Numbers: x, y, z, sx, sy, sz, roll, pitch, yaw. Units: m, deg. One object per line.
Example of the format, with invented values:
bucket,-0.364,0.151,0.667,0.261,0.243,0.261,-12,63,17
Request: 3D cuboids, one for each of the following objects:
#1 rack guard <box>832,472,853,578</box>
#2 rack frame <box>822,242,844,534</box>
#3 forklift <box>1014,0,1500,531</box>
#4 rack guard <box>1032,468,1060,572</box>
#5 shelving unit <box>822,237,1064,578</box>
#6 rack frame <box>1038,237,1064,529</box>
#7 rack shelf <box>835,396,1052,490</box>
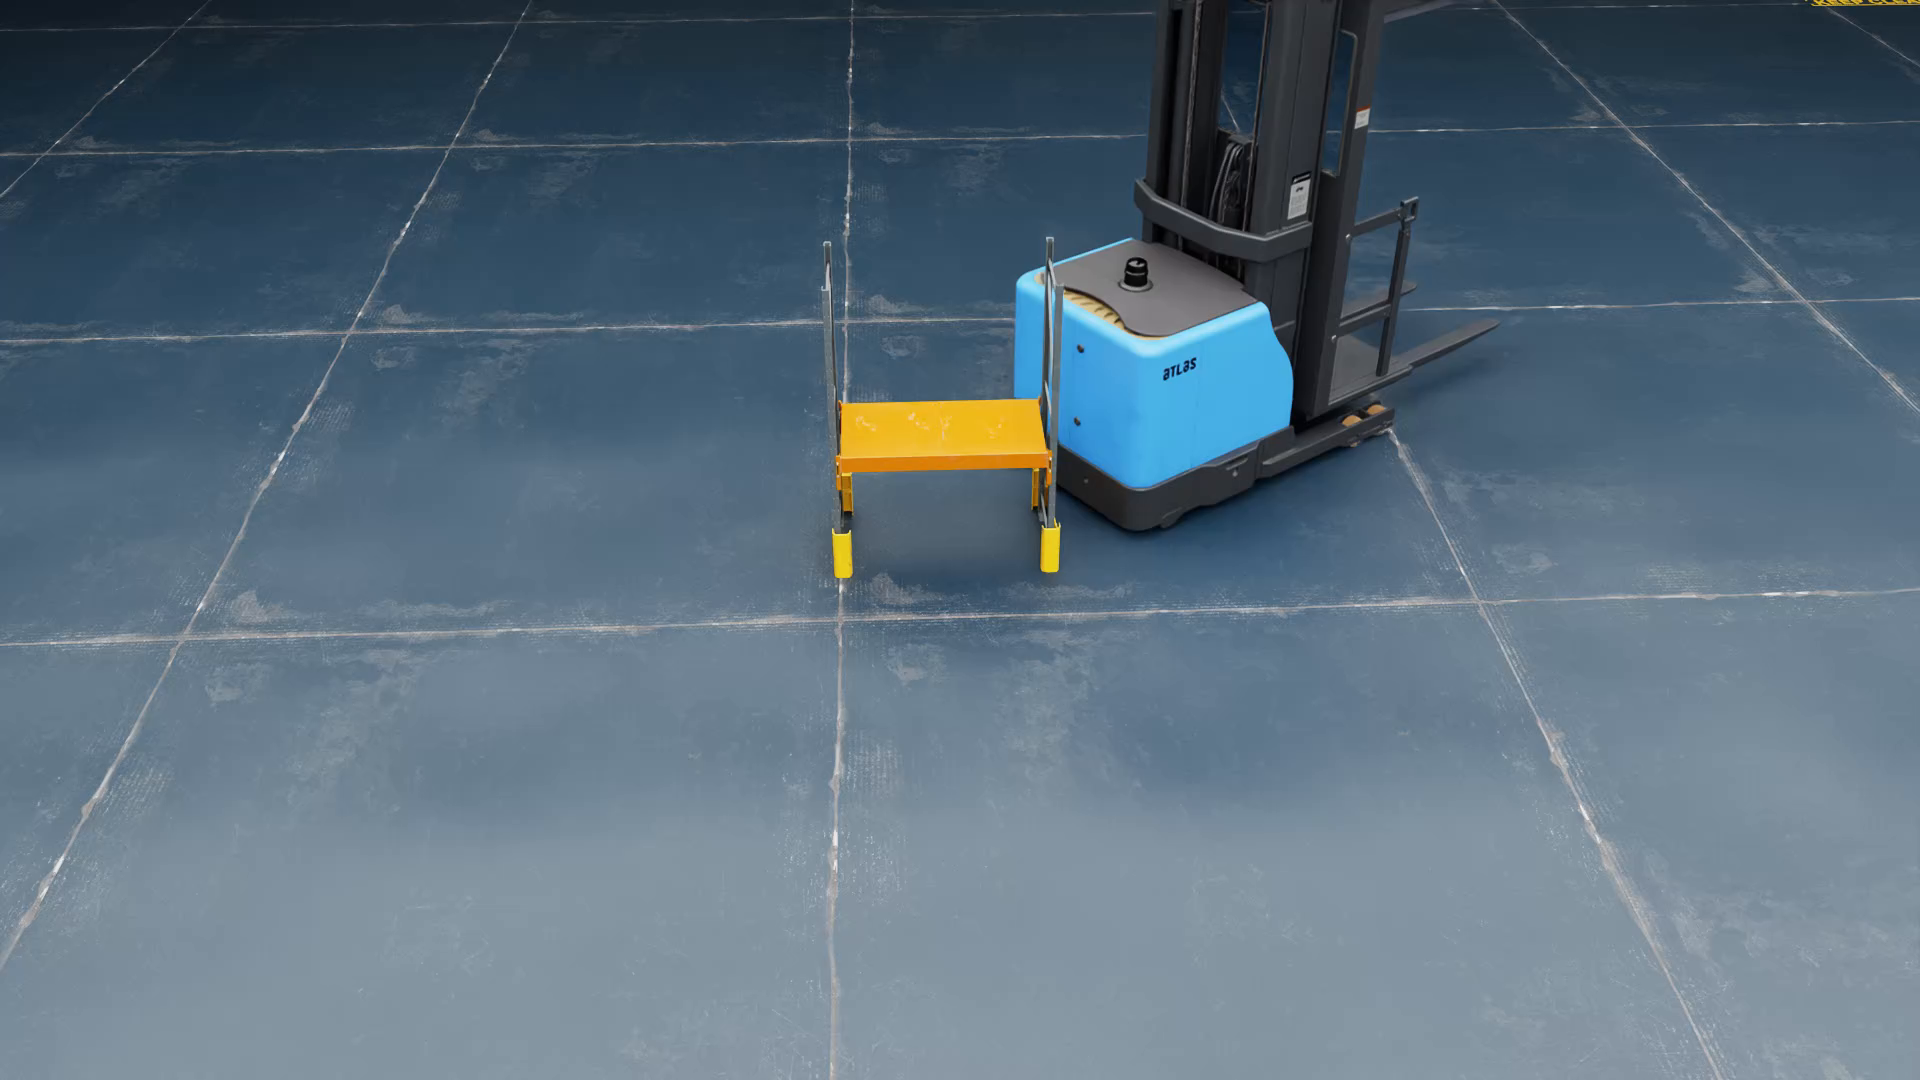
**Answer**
rack guard,-0.574,-0.087,8.157,0.087,0.250,0.587,-2,35,-2
rack frame,-0.593,-0.601,7.800,0.032,1.500,0.500,-2,35,-2
forklift,1.745,-1.925,8.457,3.031,2.935,1.130,-23,41,-30
rack guard,0.421,-0.114,8.195,0.087,0.250,0.587,-2,35,-2
shelving unit,-0.076,-0.615,7.820,1.083,1.500,0.587,-2,35,-2
rack frame,0.423,-0.628,7.840,0.032,1.500,0.500,-2,35,-2
rack shelf,-0.085,-0.467,7.922,1.000,0.185,0.538,-2,35,-2
